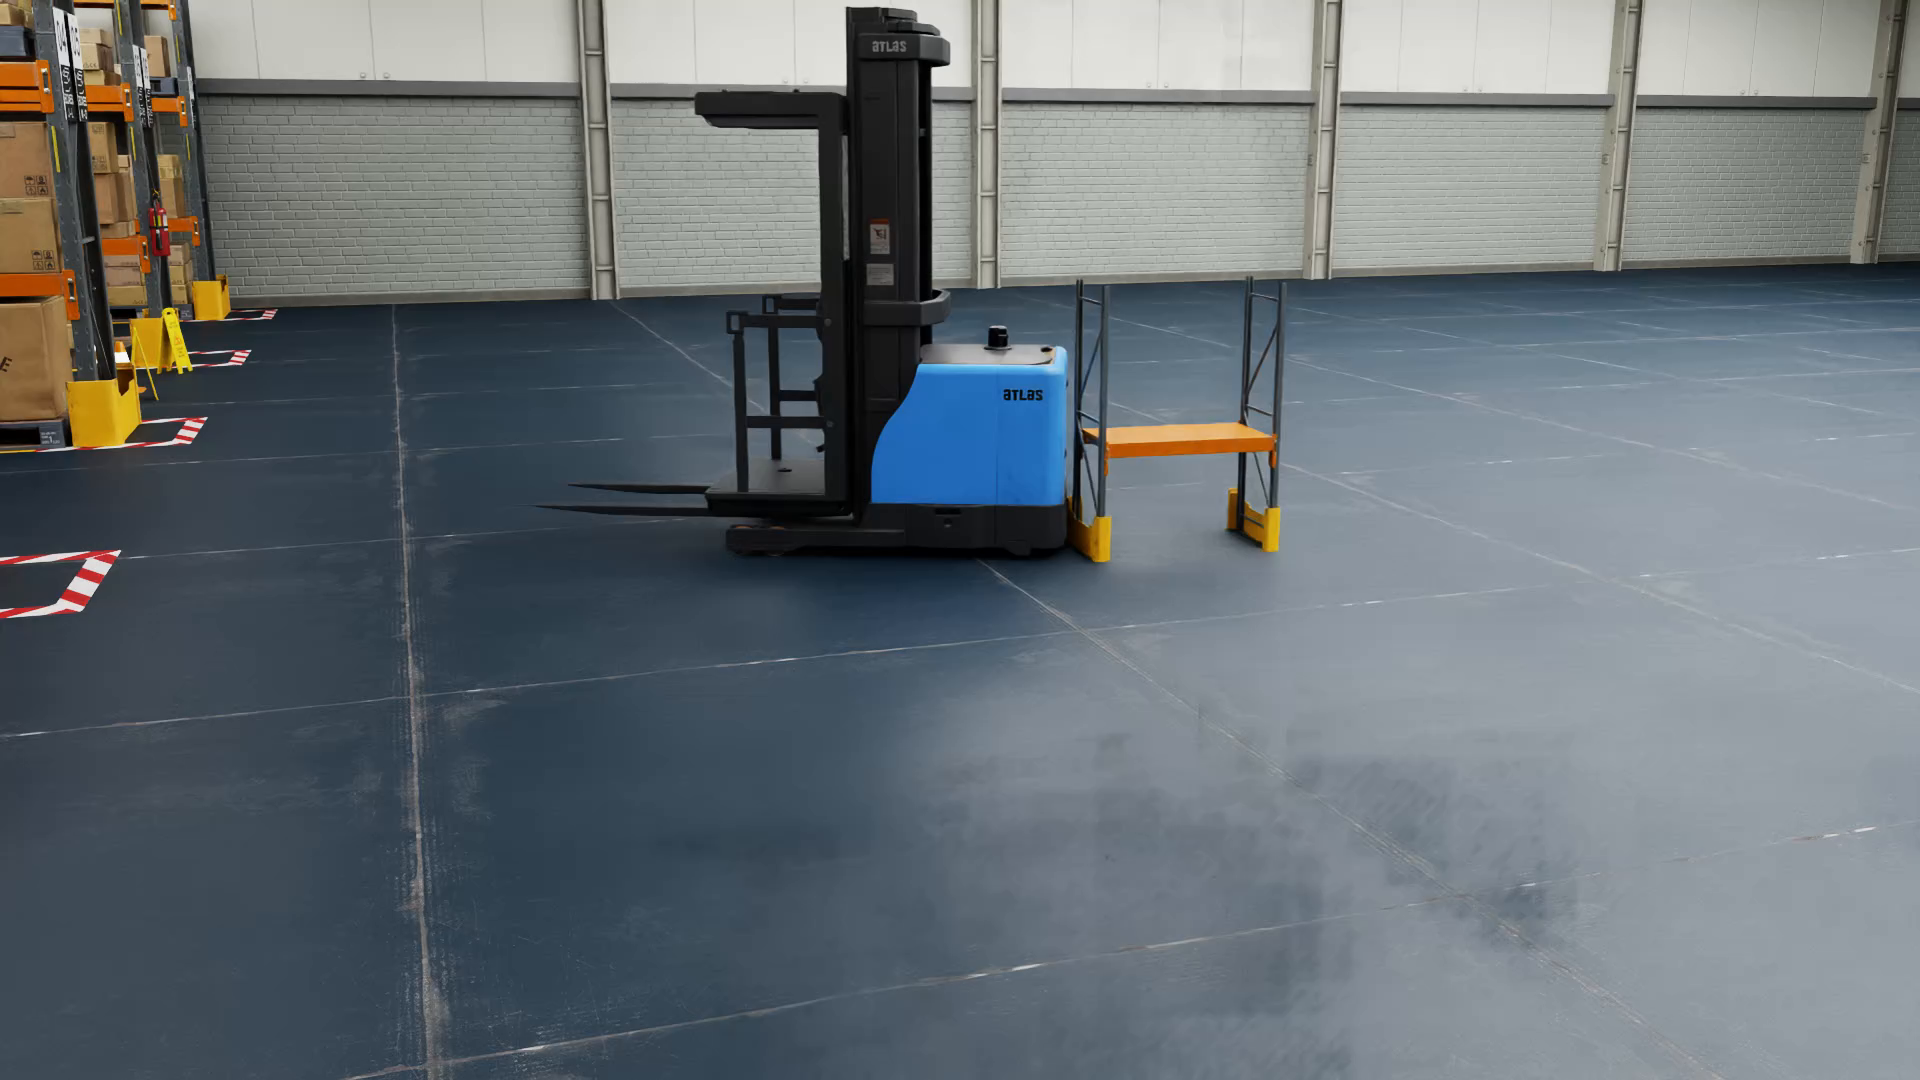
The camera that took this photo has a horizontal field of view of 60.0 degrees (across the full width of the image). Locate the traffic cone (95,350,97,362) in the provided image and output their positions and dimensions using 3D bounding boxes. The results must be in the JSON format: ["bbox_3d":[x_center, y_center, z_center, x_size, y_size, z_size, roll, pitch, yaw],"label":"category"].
[{"bbox_3d":[-8.424,-1.821,16.297,0.334,0.463,0.336,-4,14,-18],"label":"traffic cone"}]

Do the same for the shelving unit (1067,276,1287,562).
[{"bbox_3d":[1.208,-0.702,9.351,1.083,1.500,0.587,-3,14,-13],"label":"shelving unit"}]

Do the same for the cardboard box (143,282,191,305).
[{"bbox_3d":[-10.359,-3.221,21.735,0.500,0.250,0.500,-4,14,-18],"label":"cardboard box"}]

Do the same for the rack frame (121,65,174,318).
[{"bbox_3d":[-8.428,-3.370,17.327,0.127,3.000,1.000,-4,14,-18],"label":"rack frame"}]

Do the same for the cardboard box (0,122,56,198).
[{"bbox_3d":[-7.117,-2.871,12.572,0.550,0.550,0.875,-4,14,-18],"label":"cardboard box"}]

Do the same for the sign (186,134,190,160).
[{"bbox_3d":[-9.854,-5.016,21.236,0.005,0.325,0.100,-4,14,-18],"label":"sign"}]

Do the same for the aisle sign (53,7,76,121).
[{"bbox_3d":[-6.590,-3.496,12.238,0.004,0.787,0.394,-4,14,-18],"label":"aisle sign"}]

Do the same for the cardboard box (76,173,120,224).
[{"bbox_3d":[-8.854,-3.462,16.858,0.500,0.500,0.500,-5,14,-19],"label":"cardboard box"}]

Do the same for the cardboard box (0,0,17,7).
[{"bbox_3d":[-7.128,-3.978,11.960,0.500,0.250,0.500,-4,14,-17],"label":"cardboard box"}]

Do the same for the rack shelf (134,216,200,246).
[{"bbox_3d":[-11.910,-3.960,21.365,4.000,0.370,1.077,-4,14,-18],"label":"rack shelf"}]

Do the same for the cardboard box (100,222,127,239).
[{"bbox_3d":[-8.714,-3.173,17.043,0.250,0.149,0.380,-4,14,-16],"label":"cardboard box"}]

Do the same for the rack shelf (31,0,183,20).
[{"bbox_3d":[-11.910,-6.684,20.717,4.000,0.370,1.077,-4,14,-18],"label":"rack shelf"}]

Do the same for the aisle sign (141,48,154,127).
[{"bbox_3d":[-8.468,-4.707,17.331,0.004,0.787,0.394,-4,14,-18],"label":"aisle sign"}]

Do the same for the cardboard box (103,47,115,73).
[{"bbox_3d":[-8.989,-4.922,17.052,0.500,0.250,0.500,-5,14,-19],"label":"cardboard box"}]

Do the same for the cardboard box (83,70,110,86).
[{"bbox_3d":[-8.677,-4.619,16.640,0.250,0.149,0.380,-4,14,-18],"label":"cardboard box"}]

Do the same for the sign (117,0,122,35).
[{"bbox_3d":[-8.270,-5.136,16.359,0.005,0.325,0.100,-4,14,-18],"label":"sign"}]

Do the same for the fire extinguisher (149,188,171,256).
[{"bbox_3d":[-8.172,-3.239,16.946,0.183,0.674,0.296,-4,14,-18],"label":"fire extinguisher"}]

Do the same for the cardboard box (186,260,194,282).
[{"bbox_3d":[-10.526,-3.579,22.160,0.500,0.250,0.500,-4,14,-17],"label":"cardboard box"}]

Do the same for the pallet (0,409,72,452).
[{"bbox_3d":[-7.486,-0.859,12.796,1.213,0.211,1.003,-4,14,-18],"label":"pallet"}]

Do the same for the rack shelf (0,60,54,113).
[{"bbox_3d":[-8.649,-3.253,11.909,4.000,0.370,1.077,-4,14,-18],"label":"rack shelf"}]

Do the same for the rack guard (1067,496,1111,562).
[{"bbox_3d":[0.724,-0.067,9.383,0.087,0.250,0.587,-3,14,-13],"label":"rack guard"}]

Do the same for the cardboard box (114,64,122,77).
[{"bbox_3d":[-10.703,-5.920,20.987,0.250,0.149,0.380,-5,14,-20],"label":"cardboard box"}]

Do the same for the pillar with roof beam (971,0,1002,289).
[{"bbox_3d":[1.785,-7.464,21.577,0.400,9.000,9.100,-4,14,-18],"label":"pillar with roof beam"}]

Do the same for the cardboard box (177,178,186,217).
[{"bbox_3d":[-10.572,-4.531,21.993,0.500,0.500,0.500,-4,14,-16],"label":"cardboard box"}]

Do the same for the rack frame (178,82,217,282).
[{"bbox_3d":[-10.014,-4.458,21.902,0.127,3.000,1.000,-4,14,-18],"label":"rack frame"}]

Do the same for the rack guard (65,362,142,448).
[{"bbox_3d":[-6.730,-1.077,13.091,0.348,0.500,1.175,-4,14,-18],"label":"rack guard"}]

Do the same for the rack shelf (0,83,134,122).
[{"bbox_3d":[-10.323,-4.331,16.442,4.000,0.370,1.077,-4,14,-18],"label":"rack shelf"}]

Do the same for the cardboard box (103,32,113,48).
[{"bbox_3d":[-8.829,-5.113,16.994,0.250,0.149,0.380,-5,14,-18],"label":"cardboard box"}]

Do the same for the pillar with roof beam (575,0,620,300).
[{"bbox_3d":[-3.902,-7.021,19.715,0.400,9.000,9.100,-4,14,-18],"label":"pillar with roof beam"}]

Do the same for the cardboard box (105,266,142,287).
[{"bbox_3d":[-10.855,-3.429,21.529,0.500,0.250,0.500,-5,14,-19],"label":"cardboard box"}]

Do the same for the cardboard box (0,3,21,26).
[{"bbox_3d":[-6.960,-3.783,12.000,0.250,0.149,0.380,-4,14,-18],"label":"cardboard box"}]

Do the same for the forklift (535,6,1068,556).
[{"bbox_3d":[-0.898,-1.455,9.425,3.031,2.935,1.130,1,13,4],"label":"forklift"}]

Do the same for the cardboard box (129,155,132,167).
[{"bbox_3d":[-10.510,-4.869,21.371,0.250,0.149,0.380,-4,14,-18],"label":"cardboard box"}]

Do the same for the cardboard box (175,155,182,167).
[{"bbox_3d":[-10.401,-4.989,21.874,0.250,0.149,0.380,-5,14,-19],"label":"cardboard box"}]

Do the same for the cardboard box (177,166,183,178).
[{"bbox_3d":[-10.419,-4.854,21.950,0.250,0.149,0.380,-5,14,-20],"label":"cardboard box"}]

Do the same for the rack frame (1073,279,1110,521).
[{"bbox_3d":[0.723,-0.675,9.238,0.032,1.500,0.500,-3,14,-13],"label":"rack frame"}]

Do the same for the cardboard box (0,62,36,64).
[{"bbox_3d":[-9.308,-4.770,16.413,0.500,0.250,0.500,-5,14,-19],"label":"cardboard box"}]

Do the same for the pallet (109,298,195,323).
[{"bbox_3d":[-10.726,-3.036,21.949,1.213,0.211,1.003,-4,14,-18],"label":"pallet"}]

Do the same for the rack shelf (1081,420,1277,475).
[{"bbox_3d":[1.217,-0.527,9.395,1.000,0.185,0.538,-3,14,-13],"label":"rack shelf"}]

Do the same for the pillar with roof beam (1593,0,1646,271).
[{"bbox_3d":[13.158,-8.350,25.300,0.400,9.000,9.100,-4,14,-18],"label":"pillar with roof beam"}]

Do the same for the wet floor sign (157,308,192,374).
[{"bbox_3d":[-7.906,-2.004,16.671,0.232,0.644,0.267,0,13,1],"label":"wet floor sign"}]

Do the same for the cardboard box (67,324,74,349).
[{"bbox_3d":[-9.131,-2.116,17.090,0.500,0.250,0.500,-5,14,-18],"label":"cardboard box"}]

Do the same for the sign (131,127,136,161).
[{"bbox_3d":[-8.270,-3.963,16.638,0.005,0.325,0.100,-4,14,-18],"label":"sign"}]

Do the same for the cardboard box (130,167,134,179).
[{"bbox_3d":[-10.486,-4.710,21.343,0.250,0.149,0.380,-4,14,-17],"label":"cardboard box"}]

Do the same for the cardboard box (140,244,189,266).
[{"bbox_3d":[-10.351,-3.709,21.626,0.500,0.250,0.500,-4,14,-16],"label":"cardboard box"}]

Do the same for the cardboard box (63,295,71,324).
[{"bbox_3d":[-9.104,-2.485,17.020,0.500,0.500,0.500,-4,14,-18],"label":"cardboard box"}]

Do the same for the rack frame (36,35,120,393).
[{"bbox_3d":[-6.753,-2.291,12.794,0.127,3.000,1.000,-4,14,-18],"label":"rack frame"}]
